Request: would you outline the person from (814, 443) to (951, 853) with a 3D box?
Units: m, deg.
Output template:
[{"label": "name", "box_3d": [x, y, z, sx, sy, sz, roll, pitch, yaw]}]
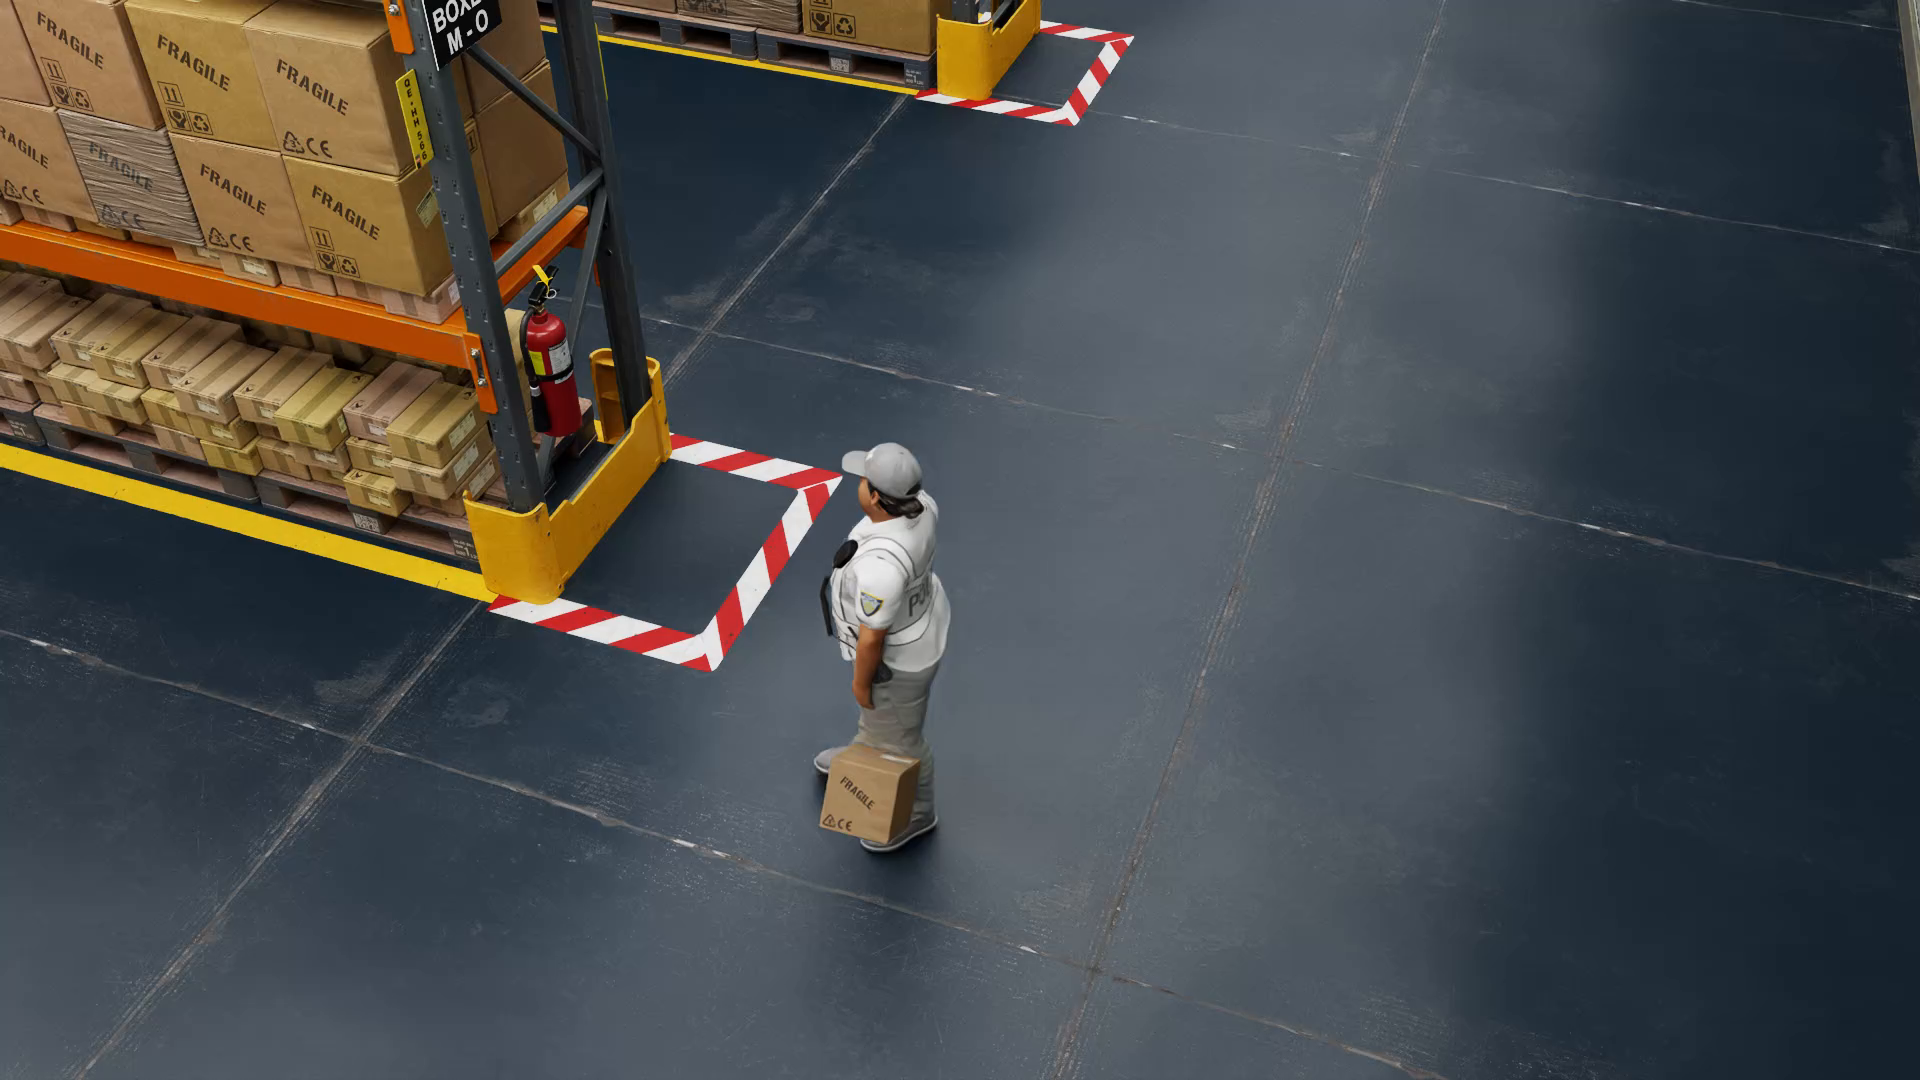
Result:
[{"label": "person", "box_3d": [-0.306, 0.356, 5.731, 0.534, 1.670, 0.520, 6, 42, 6]}]
